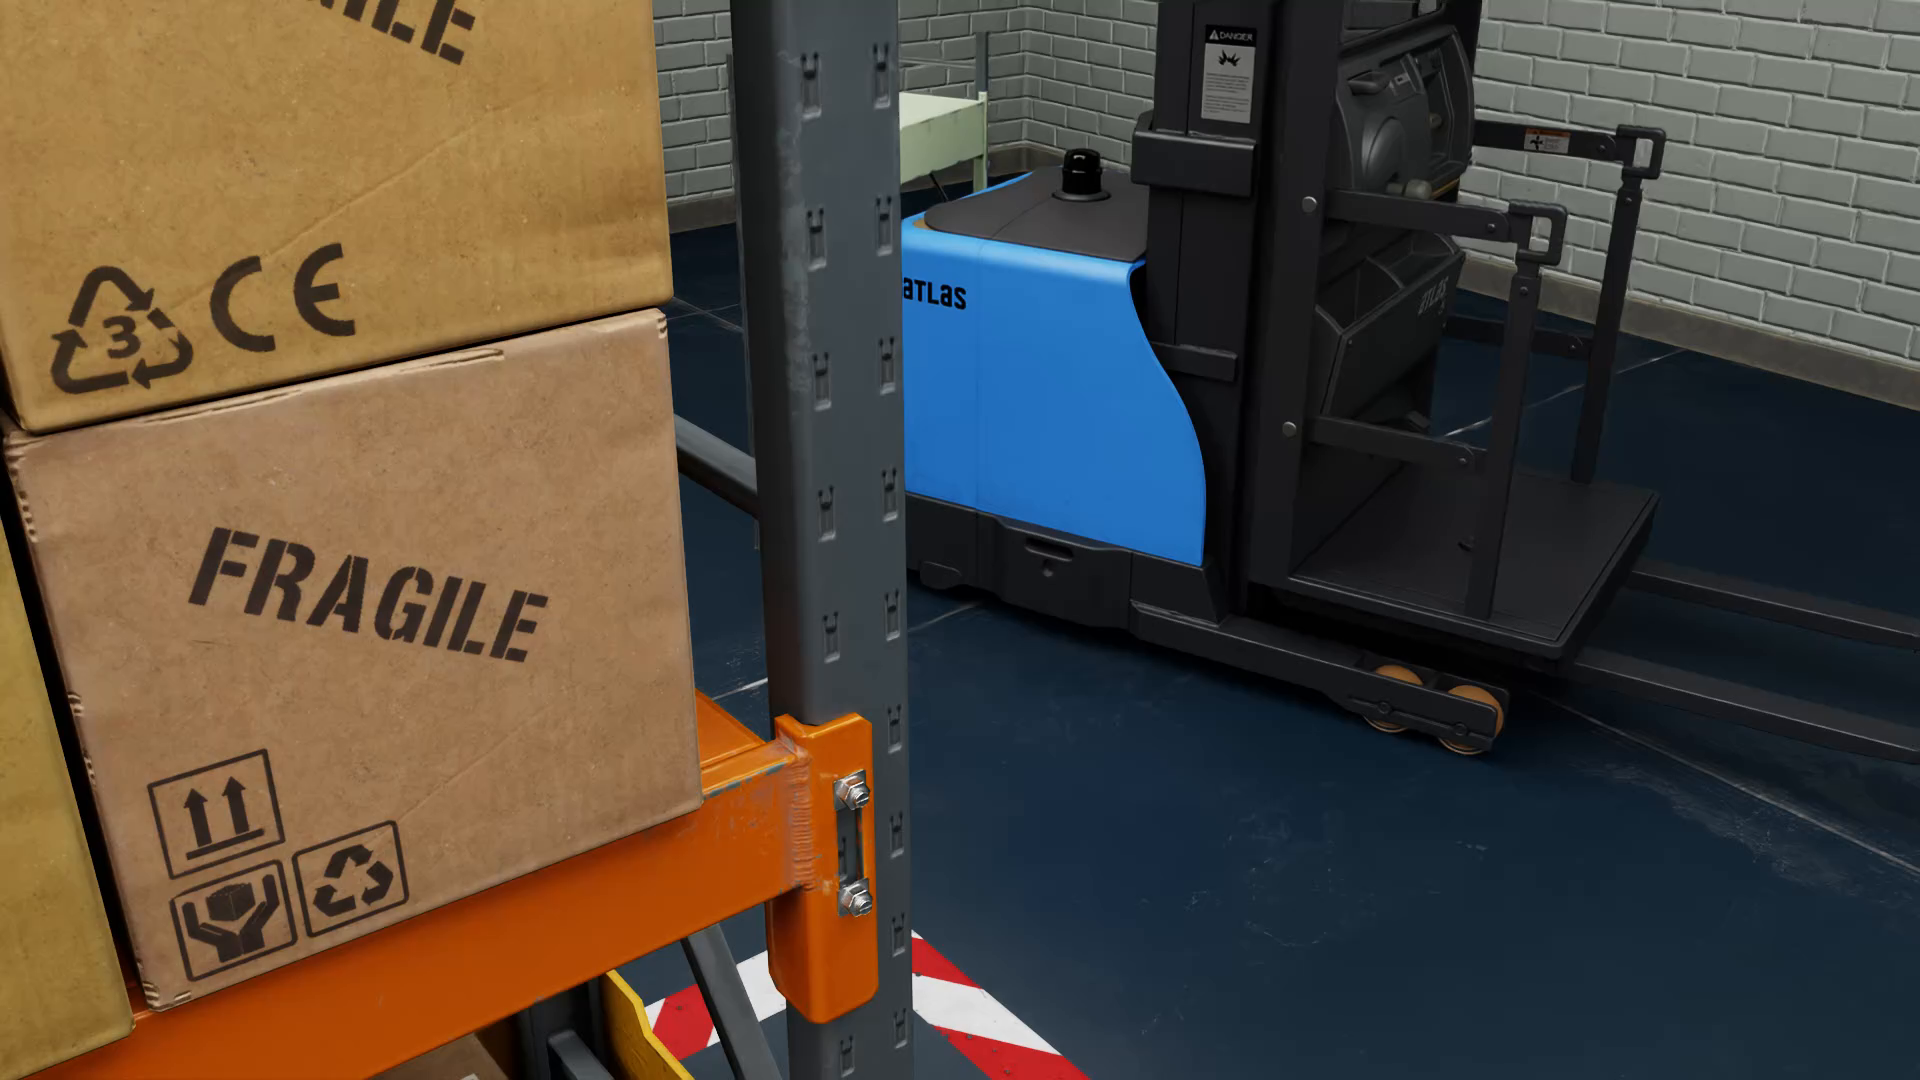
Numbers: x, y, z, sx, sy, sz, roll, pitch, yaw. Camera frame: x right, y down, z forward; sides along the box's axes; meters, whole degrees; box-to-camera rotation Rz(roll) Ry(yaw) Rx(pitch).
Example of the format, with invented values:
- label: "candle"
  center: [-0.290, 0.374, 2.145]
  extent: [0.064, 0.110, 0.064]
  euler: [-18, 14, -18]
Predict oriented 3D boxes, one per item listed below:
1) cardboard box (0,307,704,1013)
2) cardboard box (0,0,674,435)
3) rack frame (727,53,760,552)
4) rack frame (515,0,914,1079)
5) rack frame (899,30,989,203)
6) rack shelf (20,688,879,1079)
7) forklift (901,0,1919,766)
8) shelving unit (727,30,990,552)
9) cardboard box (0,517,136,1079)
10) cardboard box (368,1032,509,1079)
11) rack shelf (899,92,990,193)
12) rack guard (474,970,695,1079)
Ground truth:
- label: "cardboard box"
  center: [-0.592, 0.012, 1.543]
  extent: [0.500, 0.500, 0.500]
  euler: [-17, 30, -32]
- label: "cardboard box"
  center: [-0.588, -0.442, 1.332]
  extent: [0.500, 0.500, 0.500]
  euler: [-19, 31, -34]
- label: "rack frame"
  center: [-0.461, -0.610, 4.782]
  extent: [0.400, 1.500, 0.023]
  euler: [14, 28, 27]
- label: "rack frame"
  center: [-0.410, -0.151, 2.011]
  extent: [0.053, 2.616, 0.949]
  euler: [-18, 31, -34]
- label: "rack frame"
  center: [-0.091, -0.876, 5.355]
  extent: [0.400, 1.500, 0.023]
  euler: [14, 28, 27]
- label: "rack shelf"
  center: [-1.982, 0.696, 1.041]
  extent: [4.000, 0.370, 1.077]
  euler: [-18, 31, -34]
- label: "forklift"
  center: [1.287, -1.055, 4.041]
  extent: [3.031, 2.935, 1.130]
  euler: [15, 29, 29]
- label: "shelving unit"
  center: [-0.276, -0.743, 5.069]
  extent: [0.431, 1.500, 0.755]
  euler: [14, 28, 27]
- label: "cardboard box"
  center: [-0.999, 0.148, 1.250]
  extent: [0.500, 0.500, 0.500]
  euler: [-18, 30, -34]
- label: "cardboard box"
  center: [-0.684, 1.008, 1.962]
  extent: [0.500, 0.500, 0.500]
  euler: [-18, 31, -34]
- label: "rack shelf"
  center: [-0.276, -1.097, 4.904]
  extent: [0.431, 0.370, 0.720]
  euler: [14, 28, 27]
- label: "rack guard"
  center: [-0.468, 1.004, 2.493]
  extent: [0.348, 0.500, 1.175]
  euler: [-18, 31, -34]
